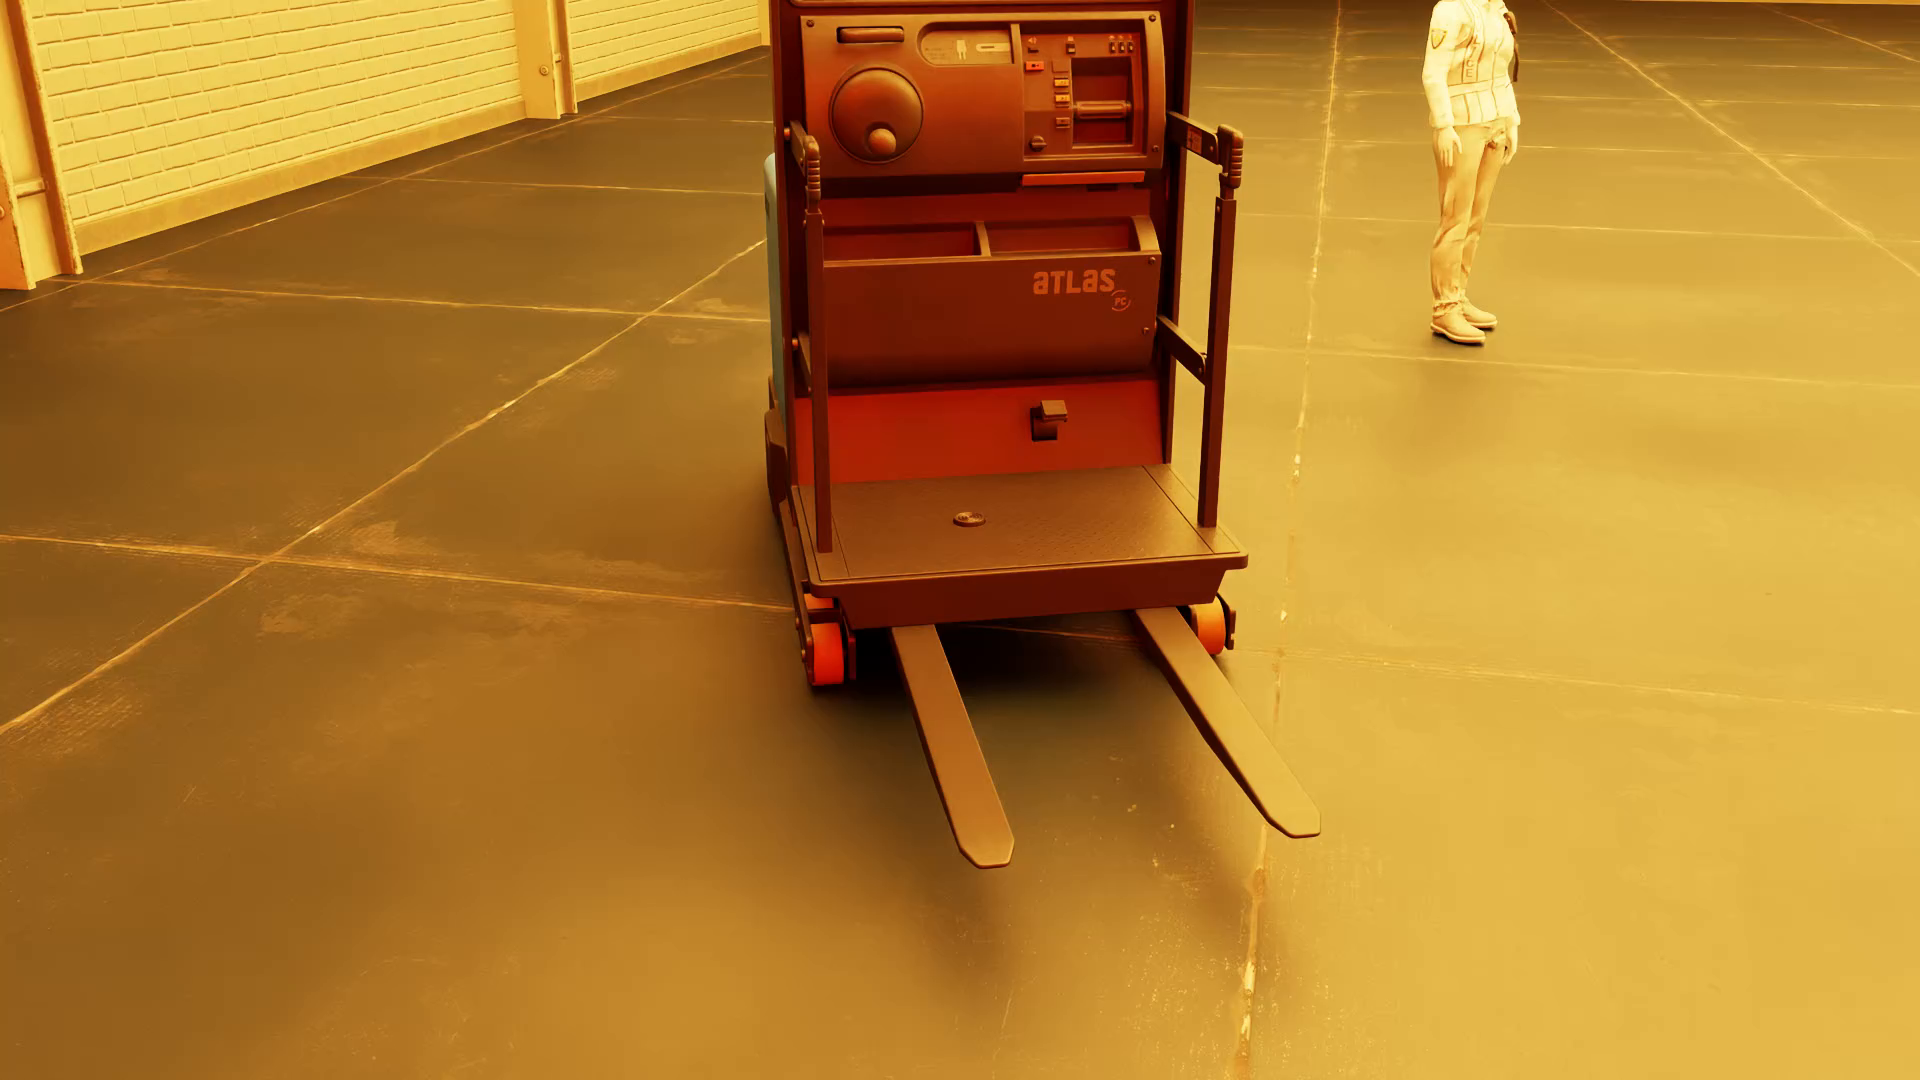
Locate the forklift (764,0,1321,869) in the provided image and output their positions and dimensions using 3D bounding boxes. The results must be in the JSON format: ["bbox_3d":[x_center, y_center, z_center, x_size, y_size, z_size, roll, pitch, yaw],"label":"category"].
[{"bbox_3d":[0.104,-1.131,4.040,1.130,2.935,3.031,-4,22,-9],"label":"forklift"}]

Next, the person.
[{"bbox_3d":[2.273,-1.766,7.215,0.586,1.694,0.530,-18,28,-37],"label":"person"}]
